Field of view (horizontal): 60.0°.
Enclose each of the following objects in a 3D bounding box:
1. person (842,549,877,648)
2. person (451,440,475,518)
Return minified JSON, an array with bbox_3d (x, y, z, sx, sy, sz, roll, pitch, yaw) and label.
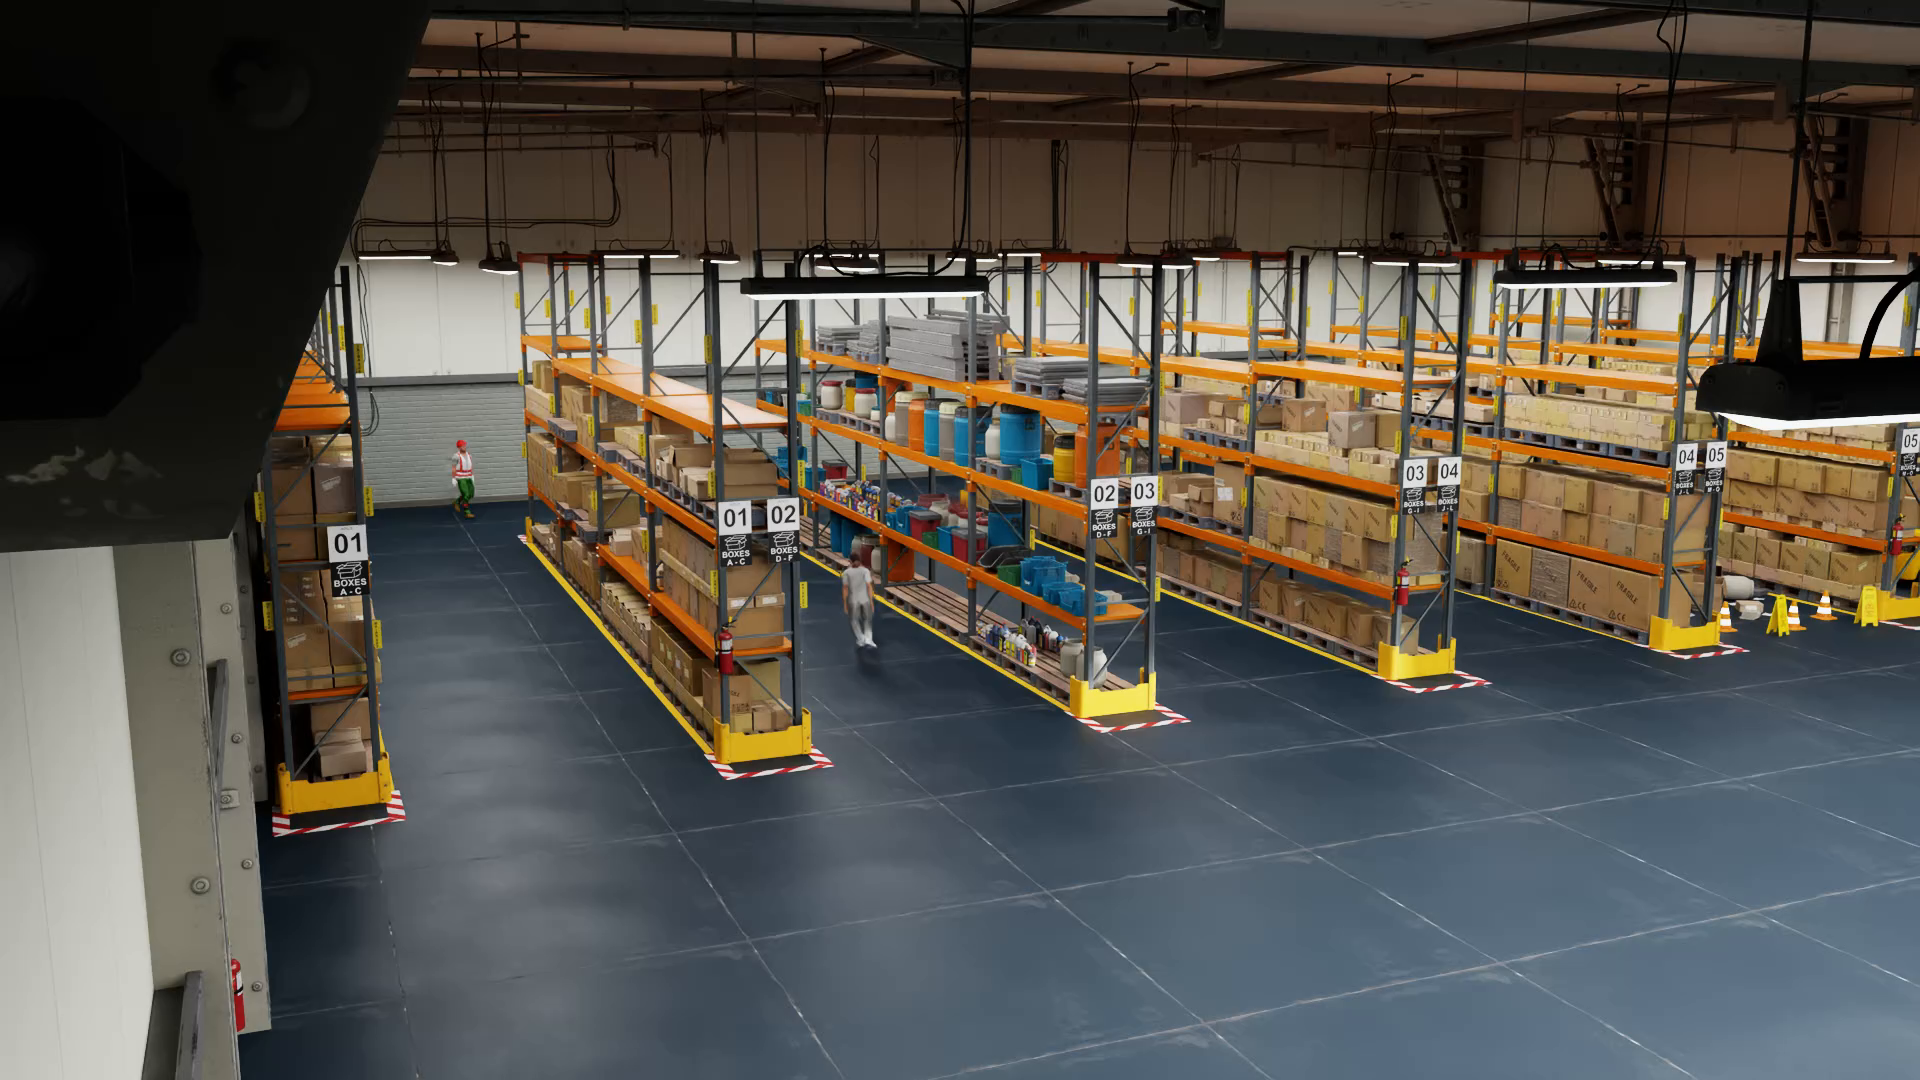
[{"bbox_3d":[-1.512,0.890,24.864,0.499,1.504,0.515,-2,11,-12],"label":"person"},{"bbox_3d":[-11.284,-1.396,37.677,0.729,1.774,0.542,5,12,27],"label":"person"}]
